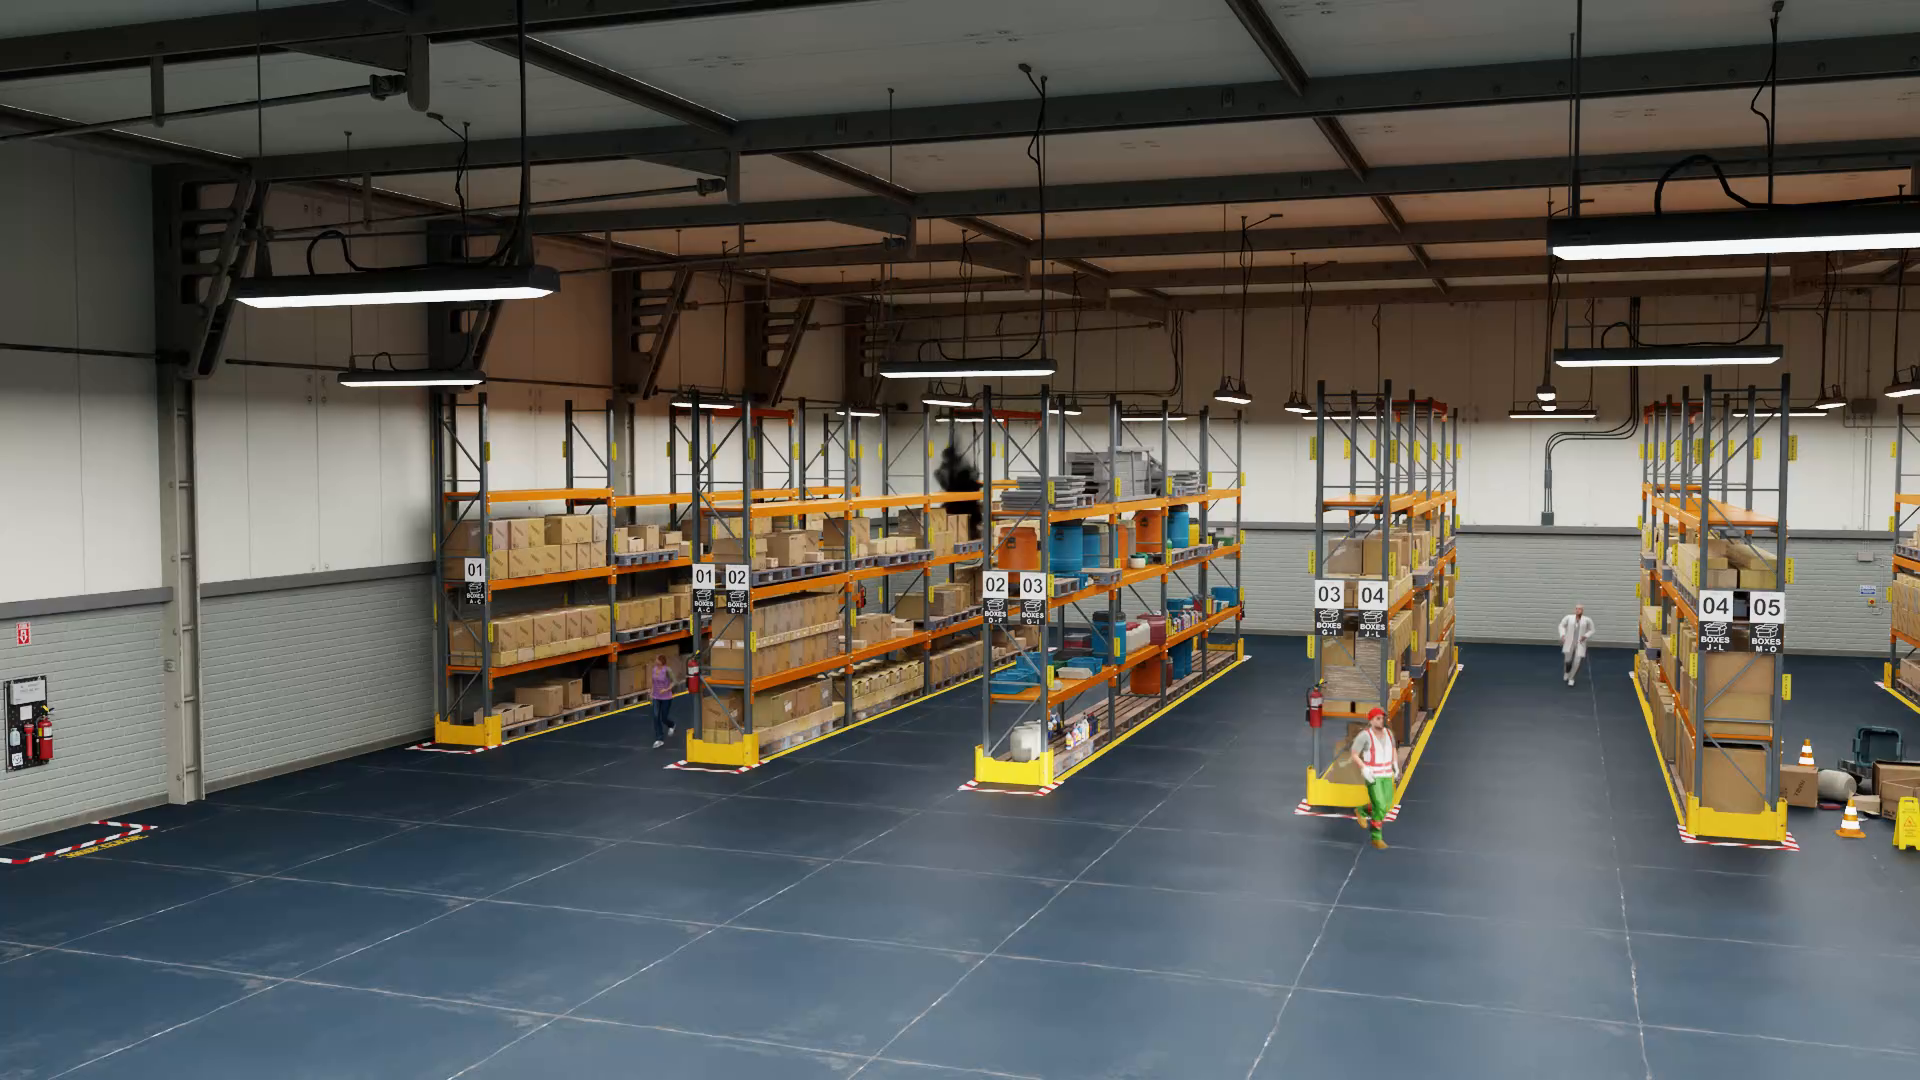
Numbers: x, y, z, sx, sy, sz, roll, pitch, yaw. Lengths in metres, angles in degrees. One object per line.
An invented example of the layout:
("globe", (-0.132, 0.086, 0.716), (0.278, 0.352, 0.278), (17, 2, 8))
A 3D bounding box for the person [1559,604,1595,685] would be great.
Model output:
("person", (13.218, 2.242, 35.652), (0.740, 1.733, 0.589), (1, 3, 24))

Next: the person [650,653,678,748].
("person", (-5.047, 2.715, 28.337), (0.533, 1.590, 0.697), (1, 3, 21))

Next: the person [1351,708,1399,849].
("person", (5.258, 3.001, 21.211), (0.662, 1.775, 0.689), (-1, 3, -22))
